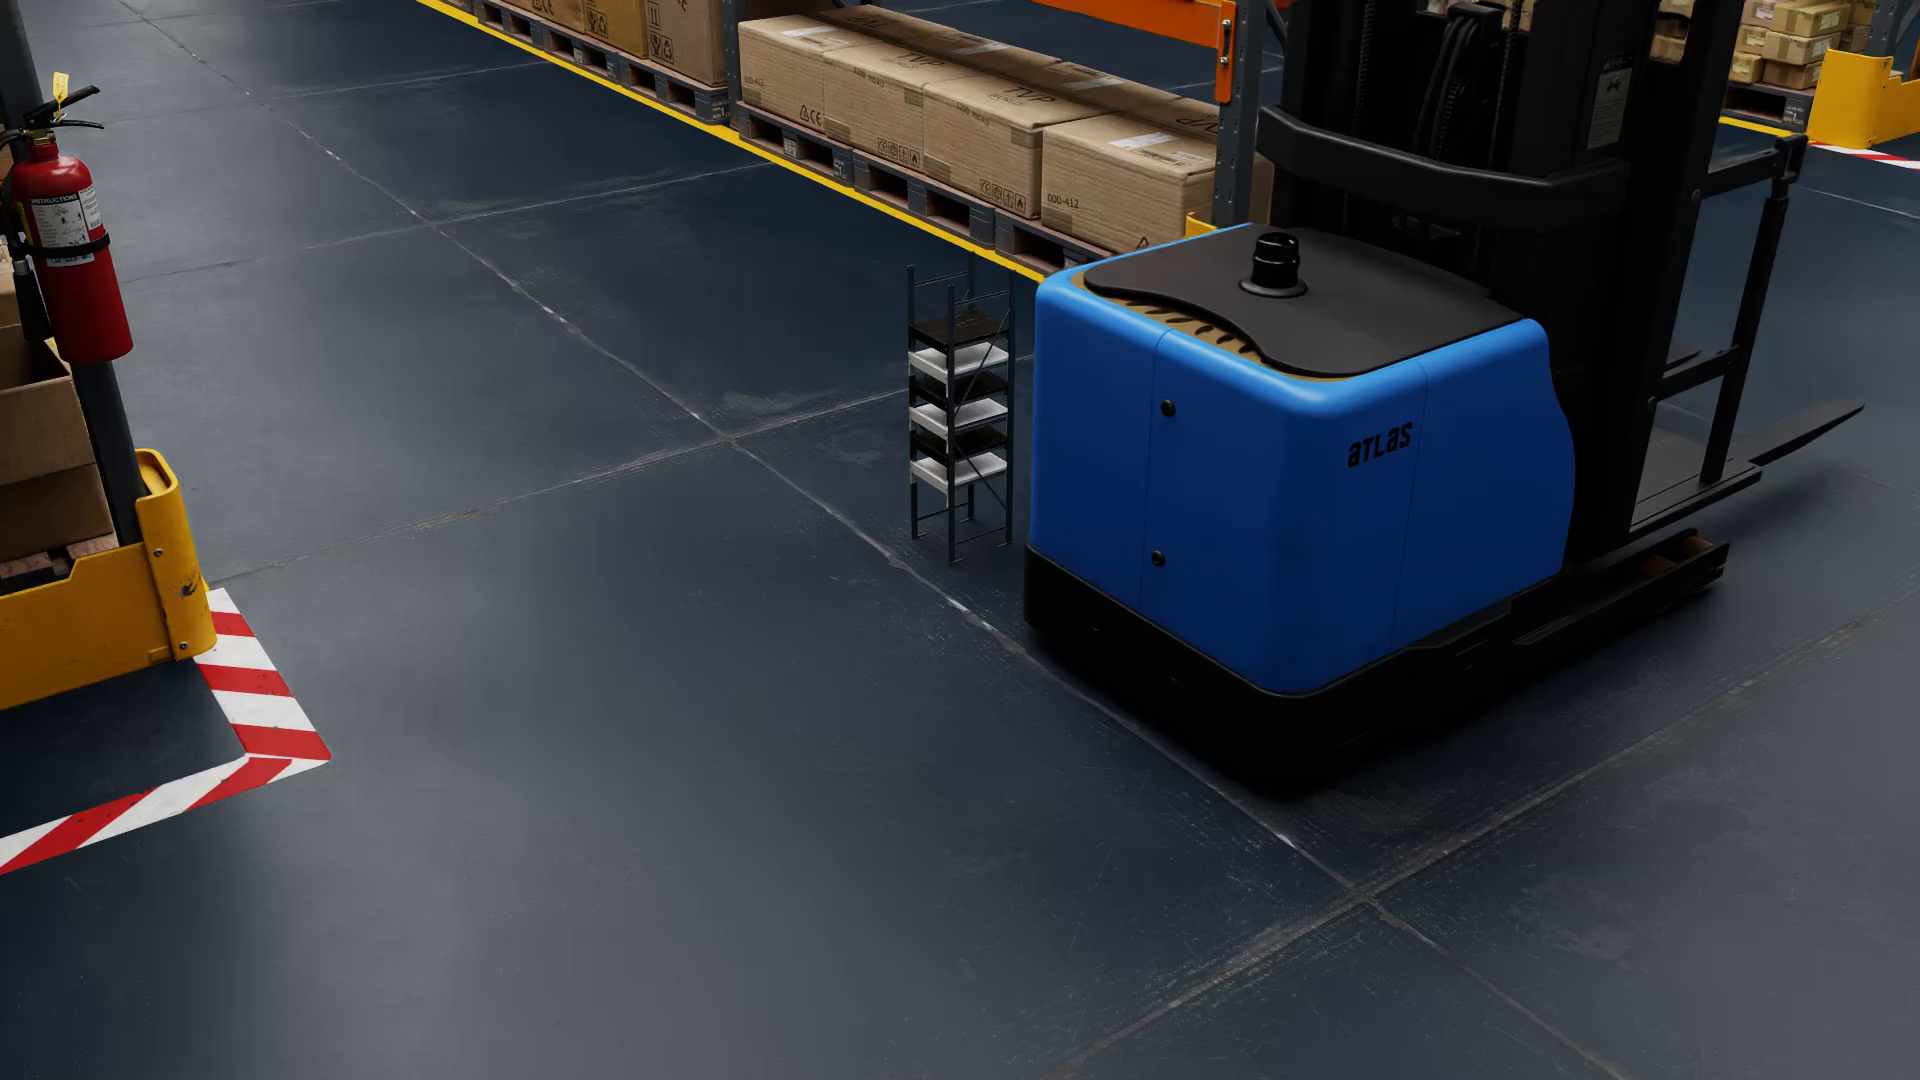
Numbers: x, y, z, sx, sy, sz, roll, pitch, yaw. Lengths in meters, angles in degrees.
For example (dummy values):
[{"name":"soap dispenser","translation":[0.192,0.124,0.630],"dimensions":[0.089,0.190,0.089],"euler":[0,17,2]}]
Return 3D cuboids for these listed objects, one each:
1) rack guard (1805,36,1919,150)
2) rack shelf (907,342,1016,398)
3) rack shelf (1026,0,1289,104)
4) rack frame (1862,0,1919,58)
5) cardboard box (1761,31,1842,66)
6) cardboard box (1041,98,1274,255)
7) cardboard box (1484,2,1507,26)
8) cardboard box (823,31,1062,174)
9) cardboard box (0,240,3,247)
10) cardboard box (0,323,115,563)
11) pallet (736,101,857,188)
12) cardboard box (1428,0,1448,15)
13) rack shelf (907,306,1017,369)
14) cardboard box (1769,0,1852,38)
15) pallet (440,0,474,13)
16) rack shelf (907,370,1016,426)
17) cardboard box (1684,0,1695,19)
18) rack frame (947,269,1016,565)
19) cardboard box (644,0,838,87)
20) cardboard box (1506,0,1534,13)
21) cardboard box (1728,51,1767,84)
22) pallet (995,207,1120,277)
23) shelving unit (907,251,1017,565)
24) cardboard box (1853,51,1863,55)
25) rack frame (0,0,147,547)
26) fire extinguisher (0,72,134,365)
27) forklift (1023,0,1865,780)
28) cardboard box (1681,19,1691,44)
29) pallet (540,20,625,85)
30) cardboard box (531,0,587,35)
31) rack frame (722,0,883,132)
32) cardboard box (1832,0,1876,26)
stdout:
[{"name":"rack guard","translation":[5.359,-2.606,9.525],"dimensions":[1.175,0.500,0.348],"euler":[-19,34,-31]},{"name":"rack shelf","translation":[0.005,-0.521,4.959],"dimensions":[0.258,0.077,0.200],"euler":[-19,34,-31]},{"name":"rack shelf","translation":[0.269,-2.727,7.881],"dimensions":[1.077,0.370,4.000],"euler":[-19,34,-31]},{"name":"rack frame","translation":[5.403,-3.675,8.874],"dimensions":[1.000,3.000,0.127],"euler":[-19,34,-31]},{"name":"cardboard box","translation":[4.864,-2.864,9.615],"dimensions":[0.380,0.149,0.250],"euler":[-20,34,-32]},{"name":"cardboard box","translation":[0.965,-1.553,7.211],"dimensions":[0.875,0.438,0.875],"euler":[-20,34,-32]},{"name":"cardboard box","translation":[3.745,-3.566,11.220],"dimensions":[0.380,0.149,0.250],"euler":[-20,35,-33]},{"name":"cardboard box","translation":[-0.095,-2.257,8.508],"dimensions":[0.875,0.438,0.875],"euler":[-20,34,-32]},{"name":"cardboard box","translation":[-3.579,-0.816,5.789],"dimensions":[0.500,0.500,0.500],"euler":[-18,33,-30]},{"name":"cardboard box","translation":[-2.890,-0.241,4.727],"dimensions":[0.797,0.503,0.637],"euler":[-20,34,-33]},{"name":"pallet","translation":[-0.514,-2.278,9.223],"dimensions":[1.003,0.211,1.213],"euler":[-19,34,-31]},{"name":"cardboard box","translation":[3.373,-3.745,11.551],"dimensions":[0.380,0.149,0.250],"euler":[-19,34,-31]},{"name":"rack shelf","translation":[0.005,-0.600,4.916],"dimensions":[0.258,0.077,0.200],"euler":[-19,34,-31]},{"name":"cardboard box","translation":[4.889,-3.004,9.562],"dimensions":[0.380,0.149,0.250],"euler":[-18,33,-30]},{"name":"pallet","translation":[-3.664,-4.454,13.230],"dimensions":[1.003,0.211,1.213],"euler":[-19,34,-31]},{"name":"rack shelf","translation":[0.005,-0.442,5.002],"dimensions":[0.258,0.077,0.200],"euler":[-19,34,-31]},{"name":"cardboard box","translation":[4.536,-3.183,9.891],"dimensions":[0.380,0.149,0.250],"euler":[-20,34,-32]},{"name":"rack frame","translation":[0.064,-0.353,4.957],"dimensions":[0.240,0.900,0.006],"euler":[-19,34,-31]},{"name":"cardboard box","translation":[-1.316,-3.290,9.951],"dimensions":[0.875,0.875,0.875],"euler":[-18,33,-29]},{"name":"cardboard box","translation":[3.812,-3.570,10.916],"dimensions":[0.380,0.149,0.250],"euler":[-19,34,-31]},{"name":"cardboard box","translation":[4.696,-2.825,9.857],"dimensions":[0.380,0.149,0.250],"euler":[-18,33,-29]},{"name":"pallet","translation":[0.901,-1.329,7.476],"dimensions":[1.003,0.211,1.213],"euler":[-19,34,-31]},{"name":"shelving unit","translation":[0.005,-0.392,5.029],"dimensions":[0.258,0.900,0.210],"euler":[-19,34,-31]},{"name":"cardboard box","translation":[5.359,-2.899,9.992],"dimensions":[0.380,0.149,0.250],"euler":[-18,33,-30]},{"name":"rack frame","translation":[-2.612,-0.890,3.745],"dimensions":[1.000,3.000,0.127],"euler":[-19,34,-31]},{"name":"fire extinguisher","translation":[-2.150,-0.763,3.983],"dimensions":[0.296,0.674,0.183],"euler":[-19,34,-31]},{"name":"forklift","translation":[1.663,-1.256,4.492],"dimensions":[3.031,2.935,1.130],"euler":[-20,34,-32]},{"name":"cardboard box","translation":[4.561,-3.065,9.986],"dimensions":[0.380,0.149,0.250],"euler":[-20,35,-33]},{"name":"pallet","translation":[-2.112,-3.349,11.195],"dimensions":[1.003,0.211,1.213],"euler":[-19,34,-31]},{"name":"cardboard box","translation":[-2.364,-3.987,11.234],"dimensions":[0.875,0.875,0.875],"euler":[-18,33,-30]},{"name":"rack frame","translation":[-0.891,-3.820,9.141],"dimensions":[1.000,3.000,0.127],"euler":[-19,34,-31]},{"name":"cardboard box","translation":[5.375,-3.166,9.860],"dimensions":[0.380,0.149,0.250],"euler":[-21,35,-33]}]
